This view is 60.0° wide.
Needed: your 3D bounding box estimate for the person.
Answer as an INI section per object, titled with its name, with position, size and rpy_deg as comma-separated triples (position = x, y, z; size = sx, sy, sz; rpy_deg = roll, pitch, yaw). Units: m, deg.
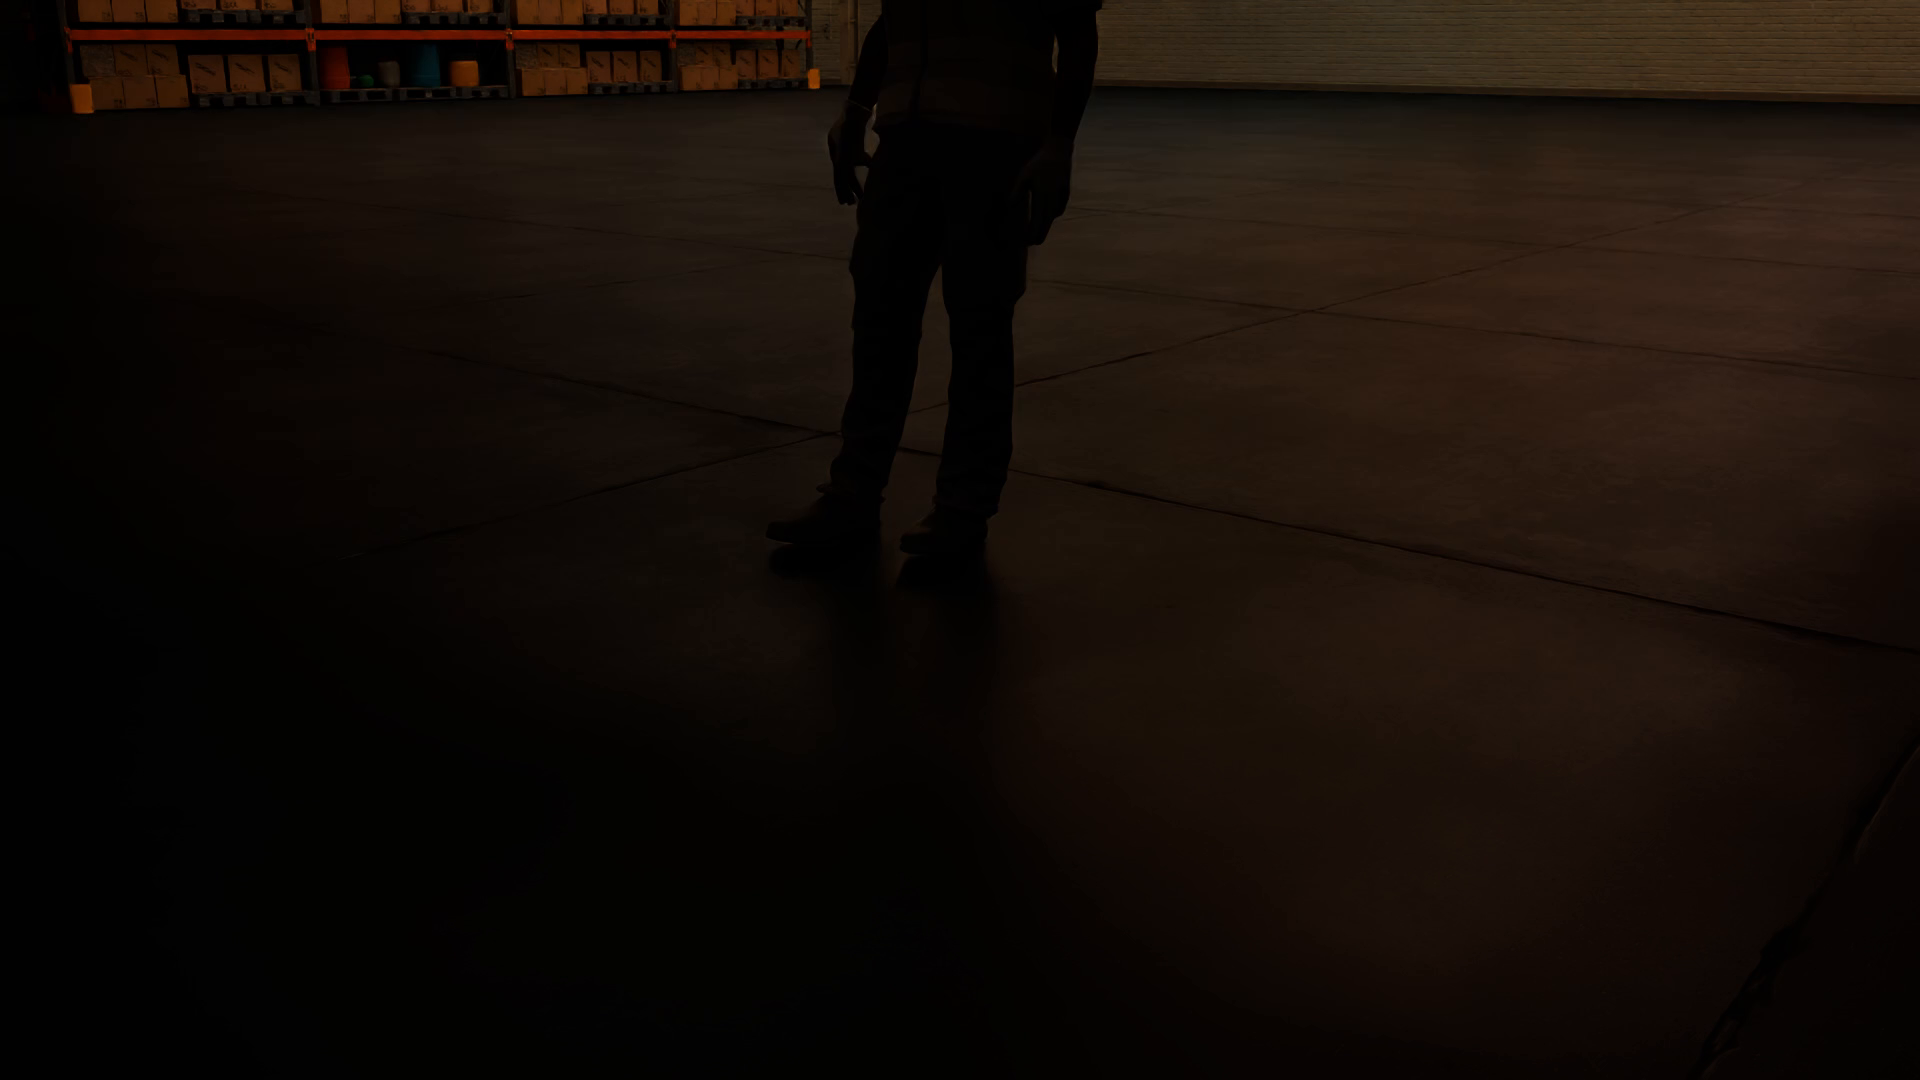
[person]
position = -0.053, -0.846, 3.634
size = 0.656, 1.782, 0.577
rpy_deg = 13, 21, 37
